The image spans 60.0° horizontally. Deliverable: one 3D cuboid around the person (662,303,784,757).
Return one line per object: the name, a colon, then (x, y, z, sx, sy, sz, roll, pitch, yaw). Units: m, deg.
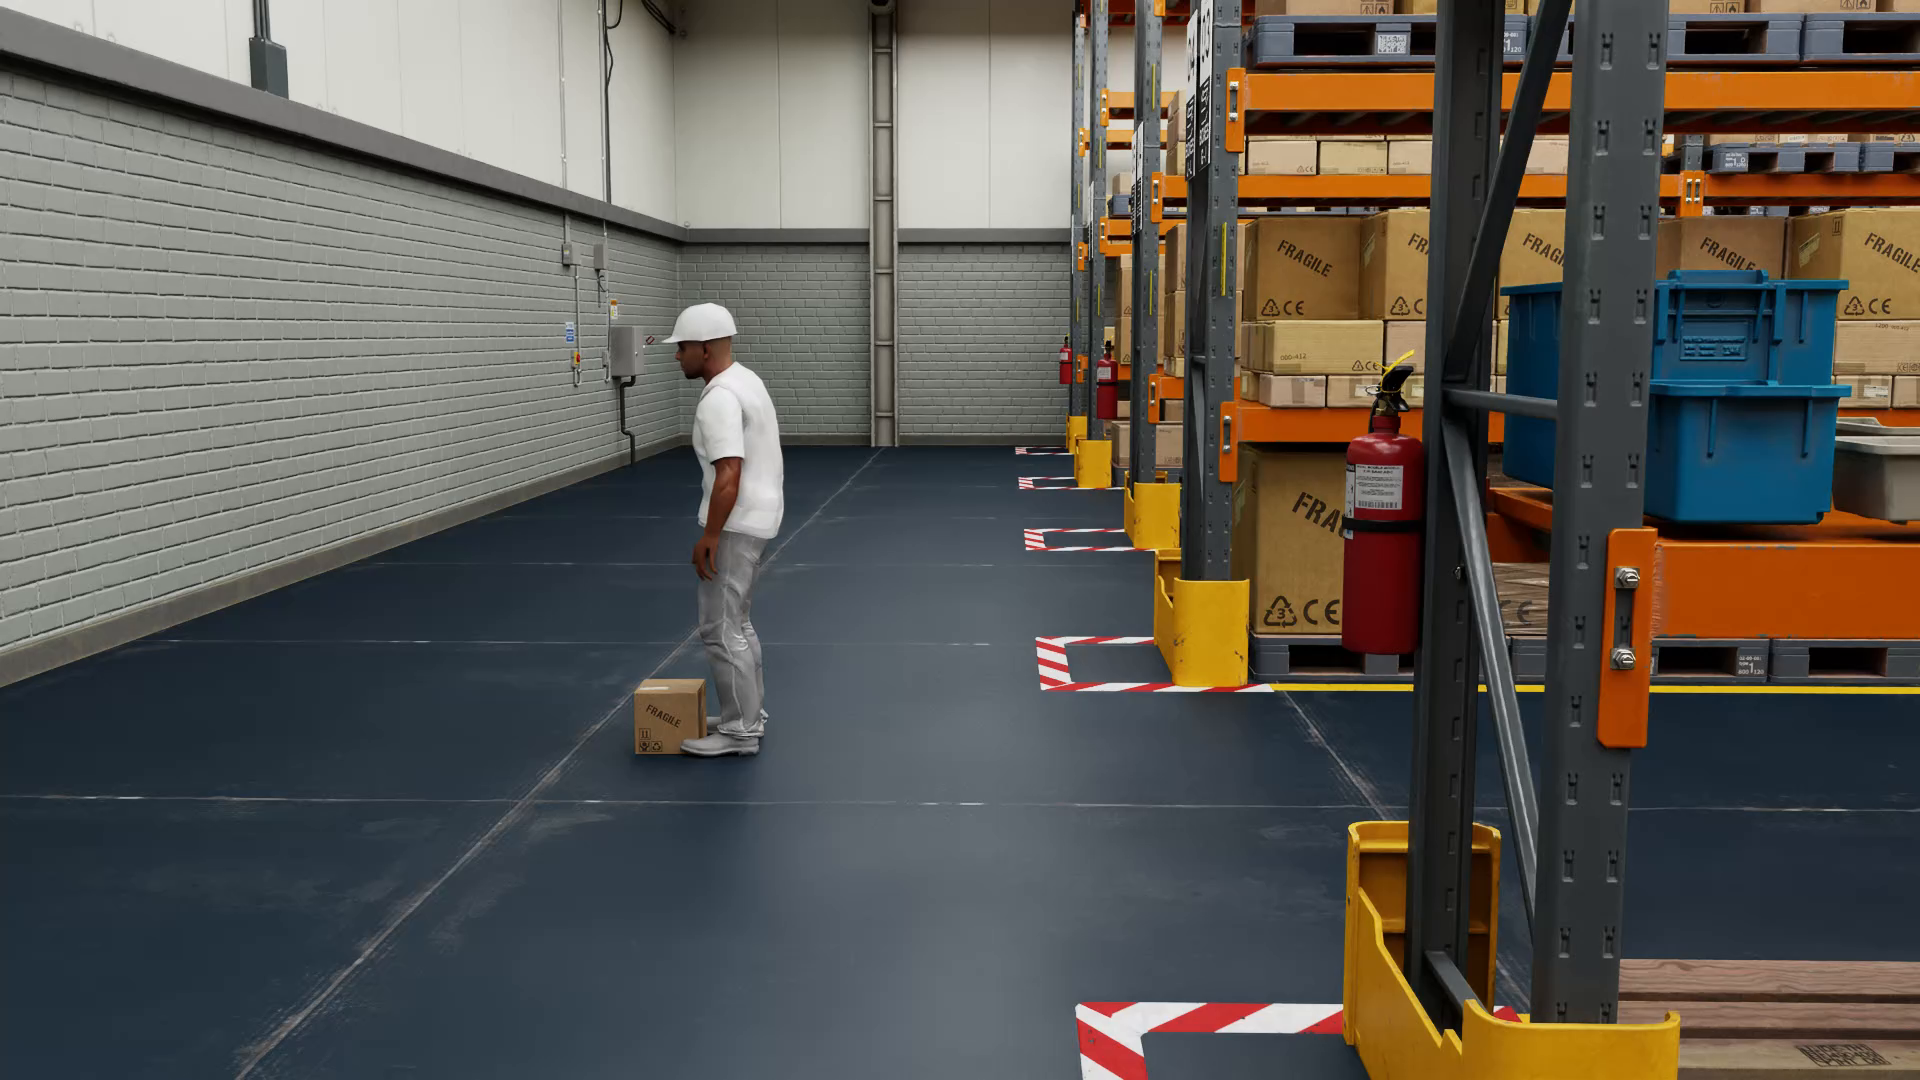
person: (-0.925, -0.046, 6.560, 0.458, 1.761, 0.628, 0, 7, 2)
